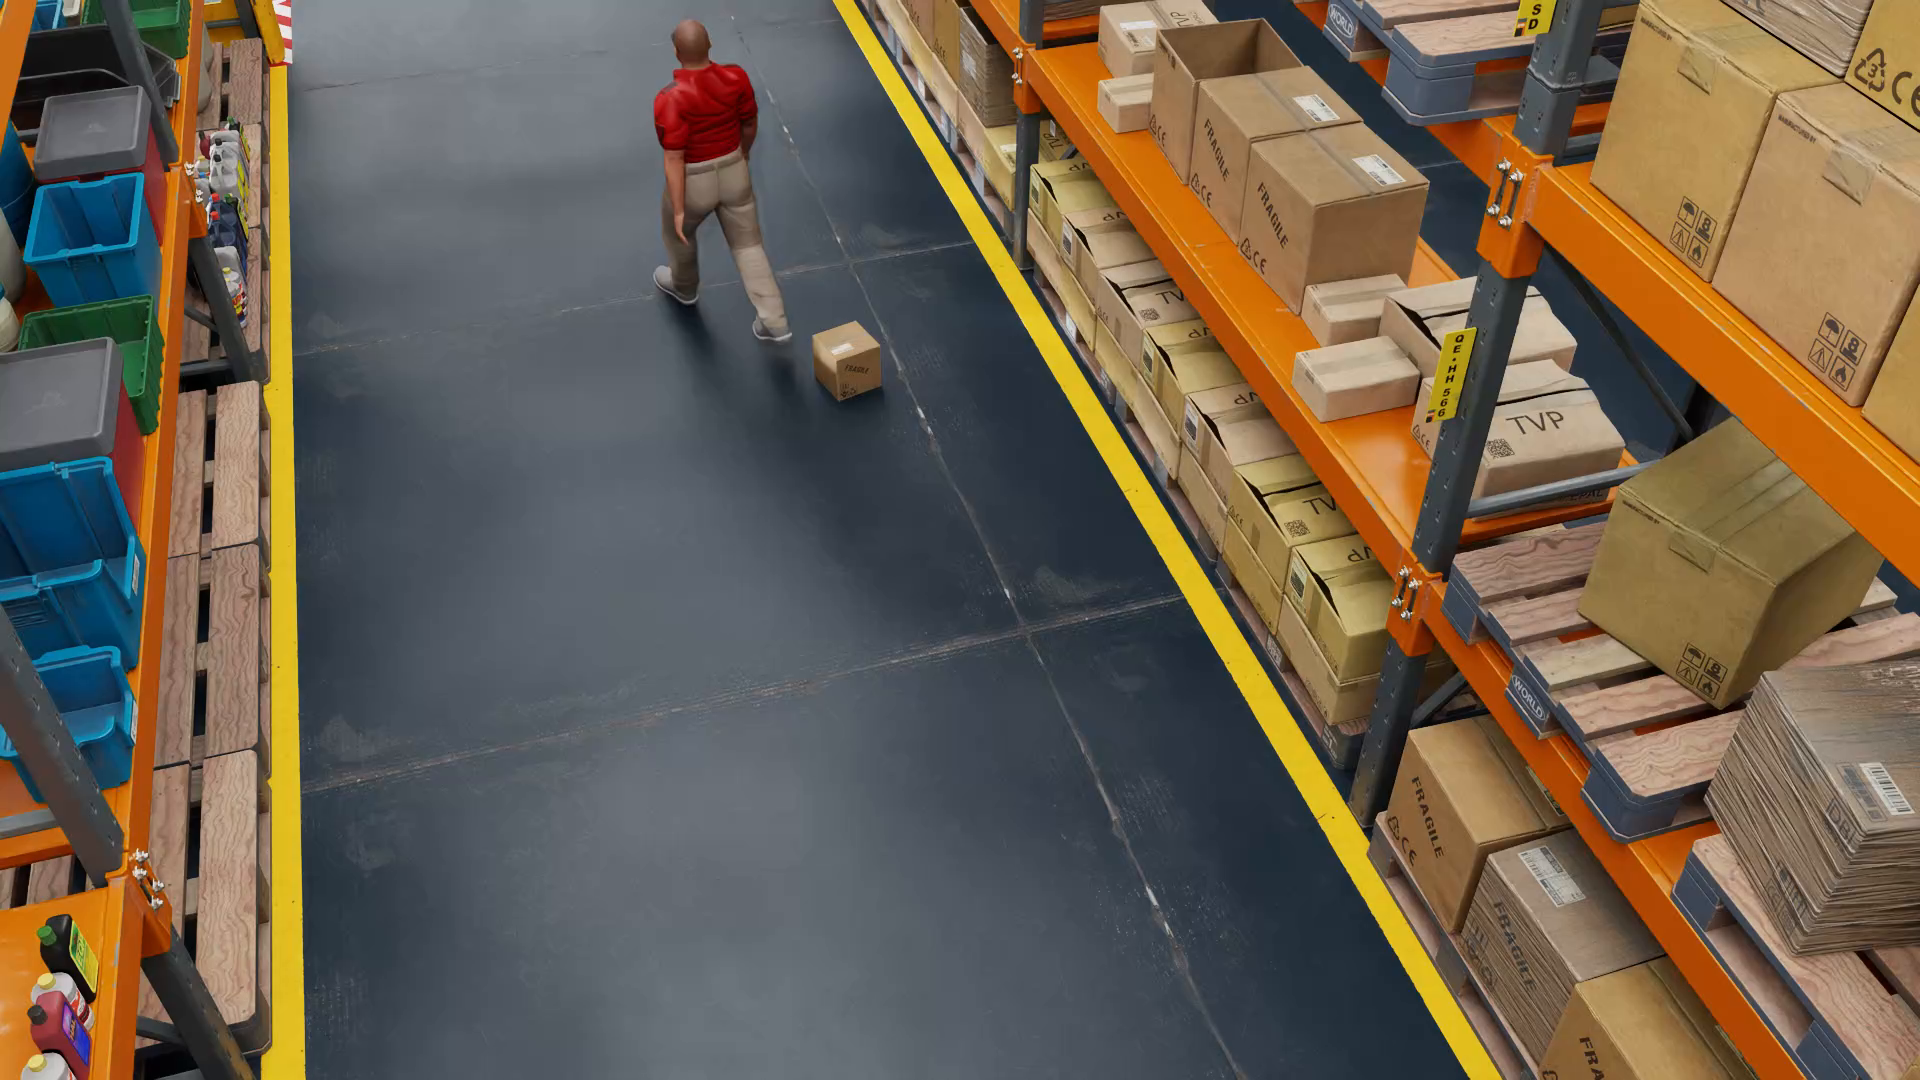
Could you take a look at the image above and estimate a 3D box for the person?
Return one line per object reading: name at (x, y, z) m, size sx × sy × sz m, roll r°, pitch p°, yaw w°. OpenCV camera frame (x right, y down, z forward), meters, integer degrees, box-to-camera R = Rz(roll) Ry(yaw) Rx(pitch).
person at (-1.223, -1.778, 8.155) m, size 0.554 × 1.672 × 1.062 m, roll -21°, pitch 46°, yaw -22°
